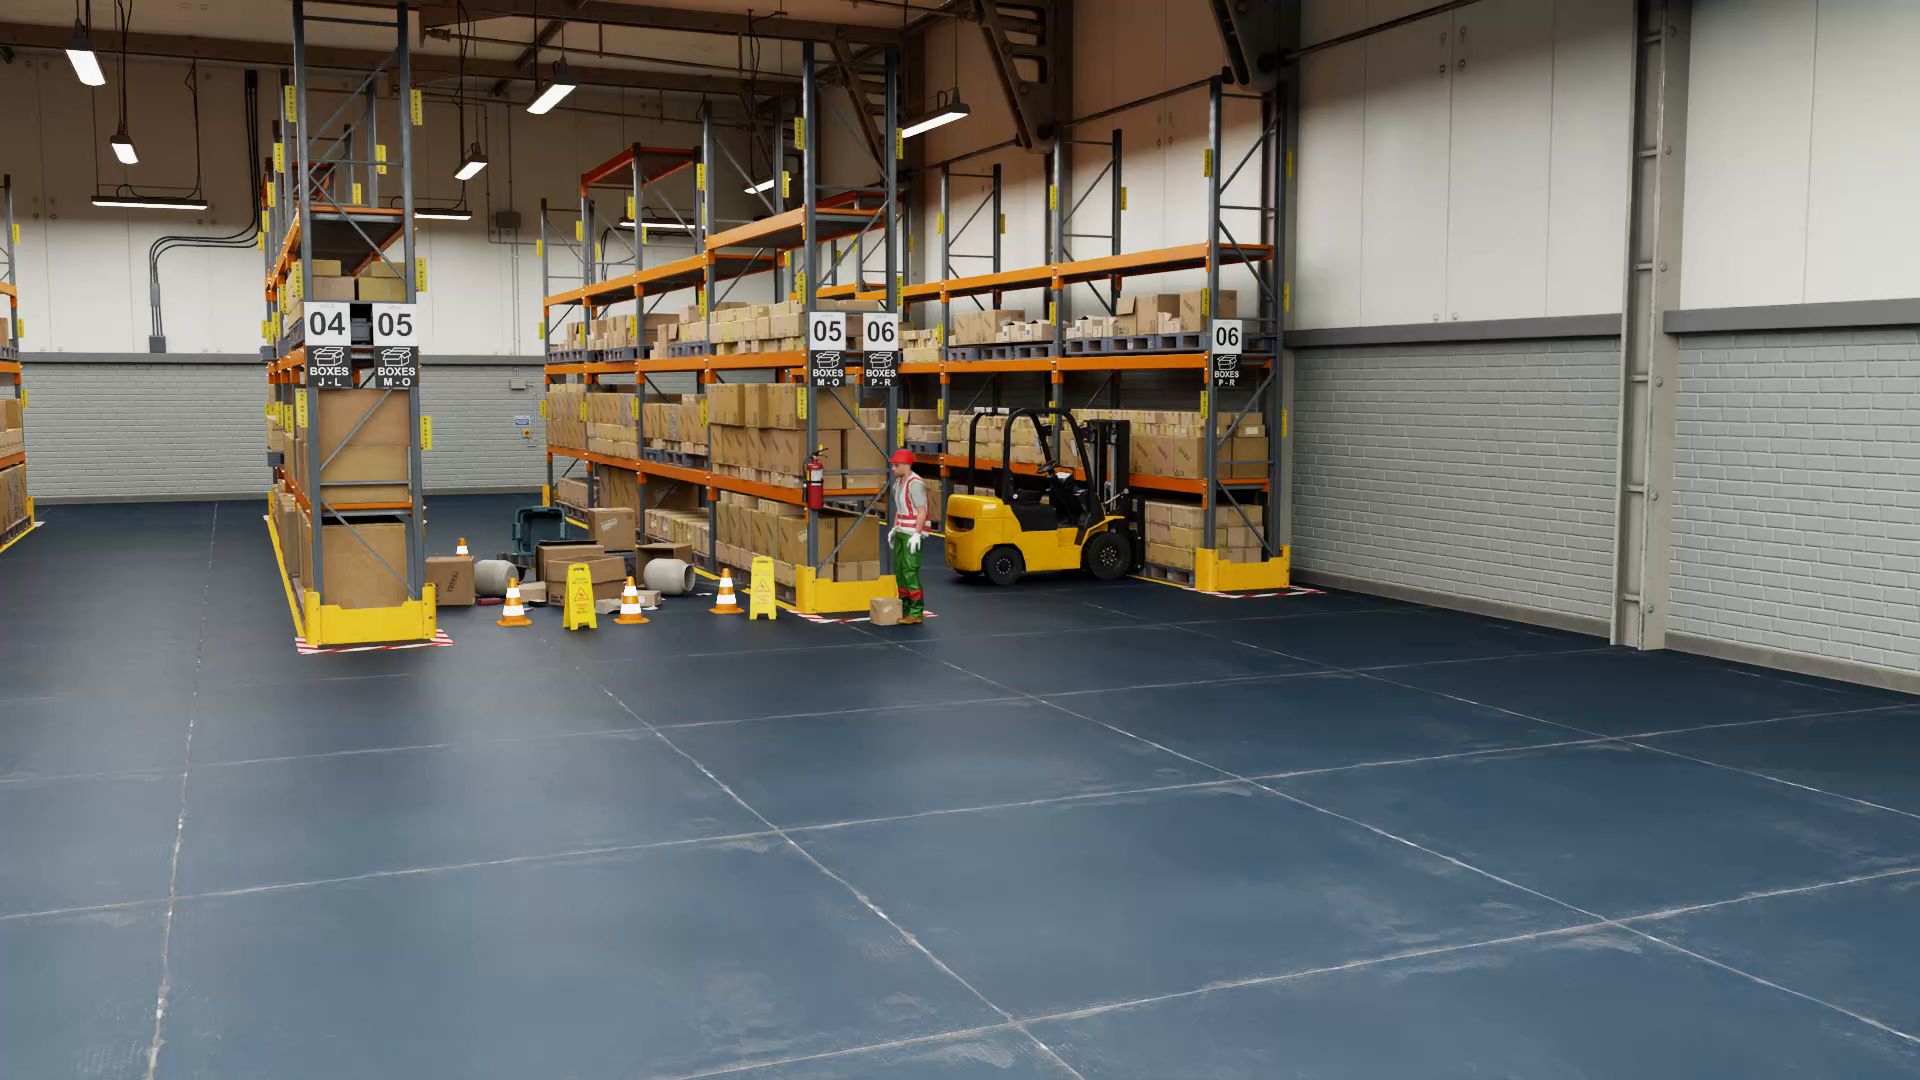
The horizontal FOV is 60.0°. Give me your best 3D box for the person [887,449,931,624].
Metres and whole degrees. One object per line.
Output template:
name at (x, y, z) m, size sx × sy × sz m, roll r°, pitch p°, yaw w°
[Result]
person at (-0.544, -0.039, 17.025) m, size 0.446 × 1.780 × 0.623 m, roll -3°, pitch 6°, yaw -26°
